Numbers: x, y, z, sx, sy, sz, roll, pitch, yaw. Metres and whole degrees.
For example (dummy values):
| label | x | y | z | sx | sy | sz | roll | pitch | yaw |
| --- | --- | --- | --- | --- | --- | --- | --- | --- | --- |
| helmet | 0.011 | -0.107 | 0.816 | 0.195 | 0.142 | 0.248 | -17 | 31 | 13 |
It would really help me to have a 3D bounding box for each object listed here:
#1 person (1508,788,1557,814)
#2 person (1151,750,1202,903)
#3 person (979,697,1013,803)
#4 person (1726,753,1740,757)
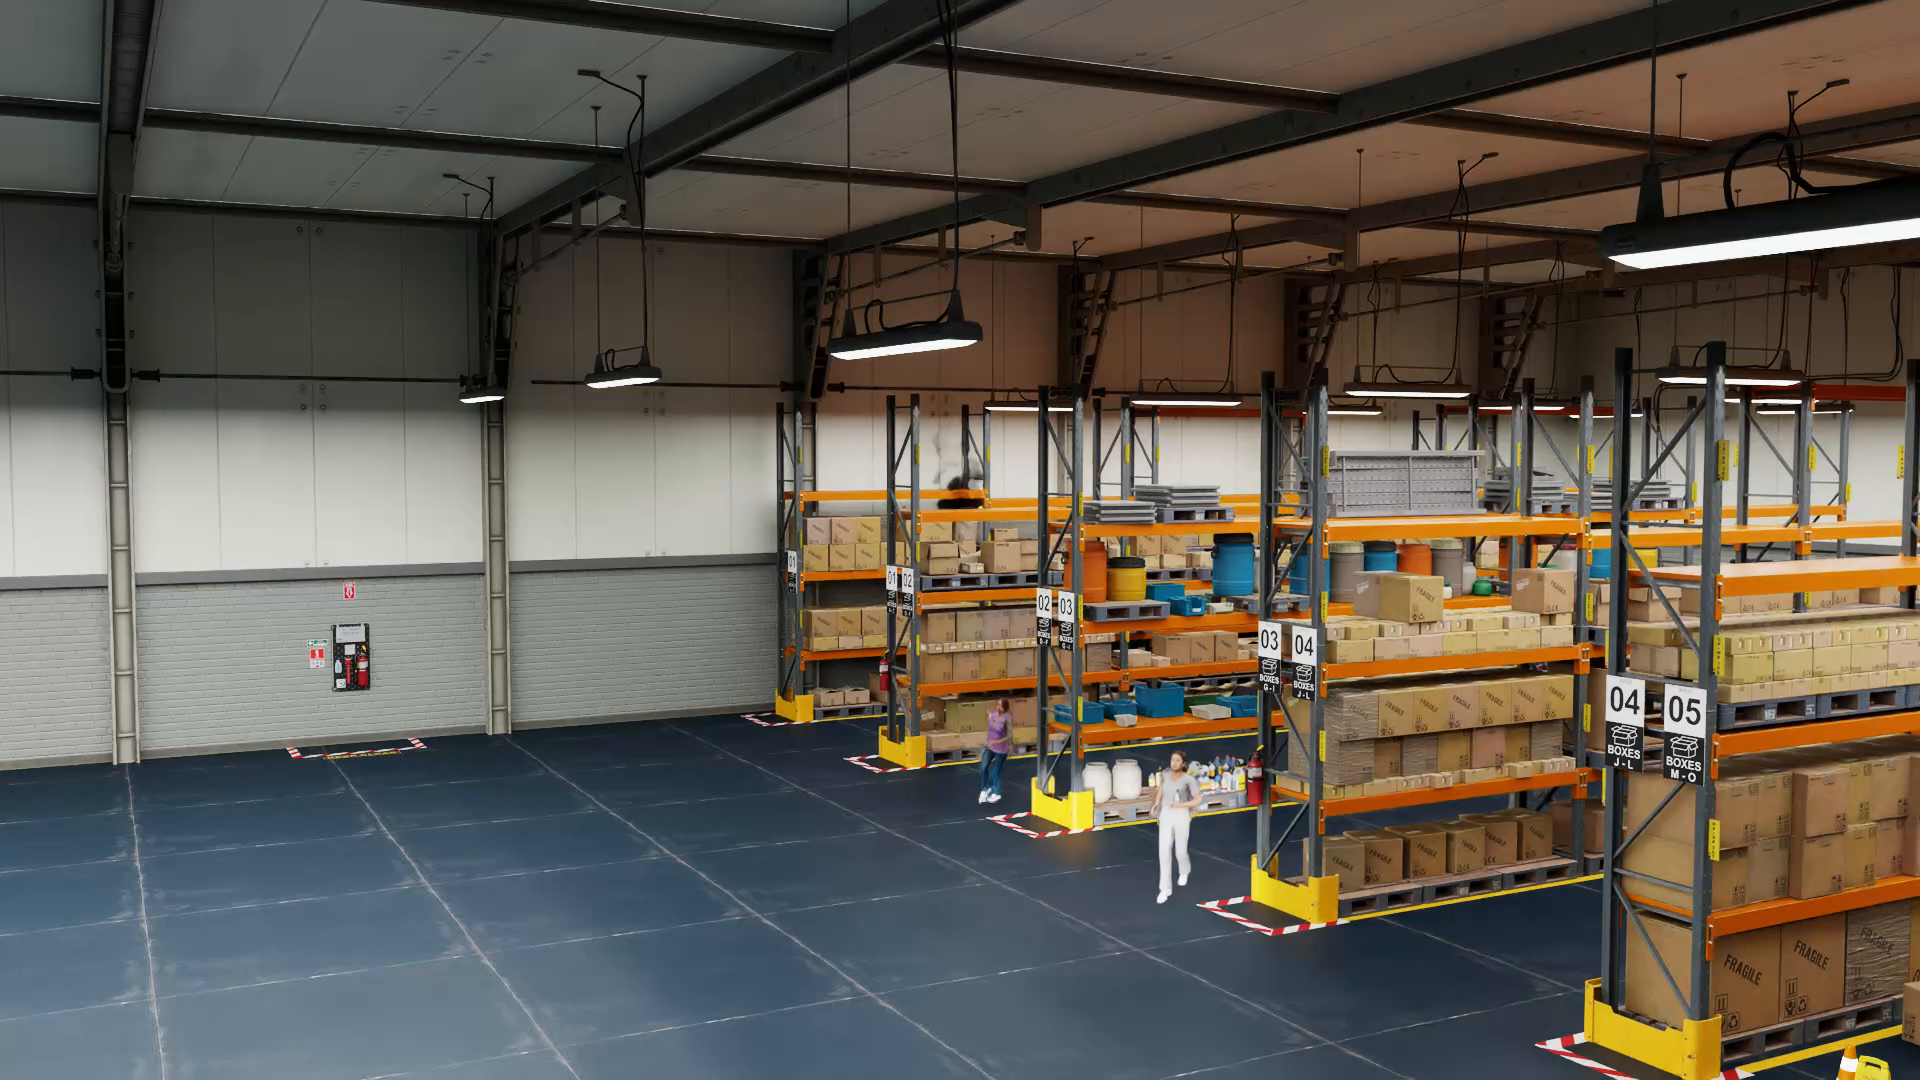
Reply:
| label | x | y | z | sx | sy | sz | roll | pitch | yaw |
| --- | --- | --- | --- | --- | --- | --- | --- | --- | --- |
| person | 7.671 | 2.988 | 22.393 | 0.970 | 1.758 | 0.656 | -2 | 4 | -30 |
| person | 2.497 | 3.255 | 19.119 | 0.581 | 1.680 | 0.892 | 1 | 4 | 23 |
| person | 0.525 | 3.037 | 23.903 | 0.574 | 1.542 | 0.579 | 2 | 4 | 32 |
| person | 8.529 | 3.226 | 18.375 | 1.110 | 1.764 | 0.724 | -2 | 4 | -34 |
